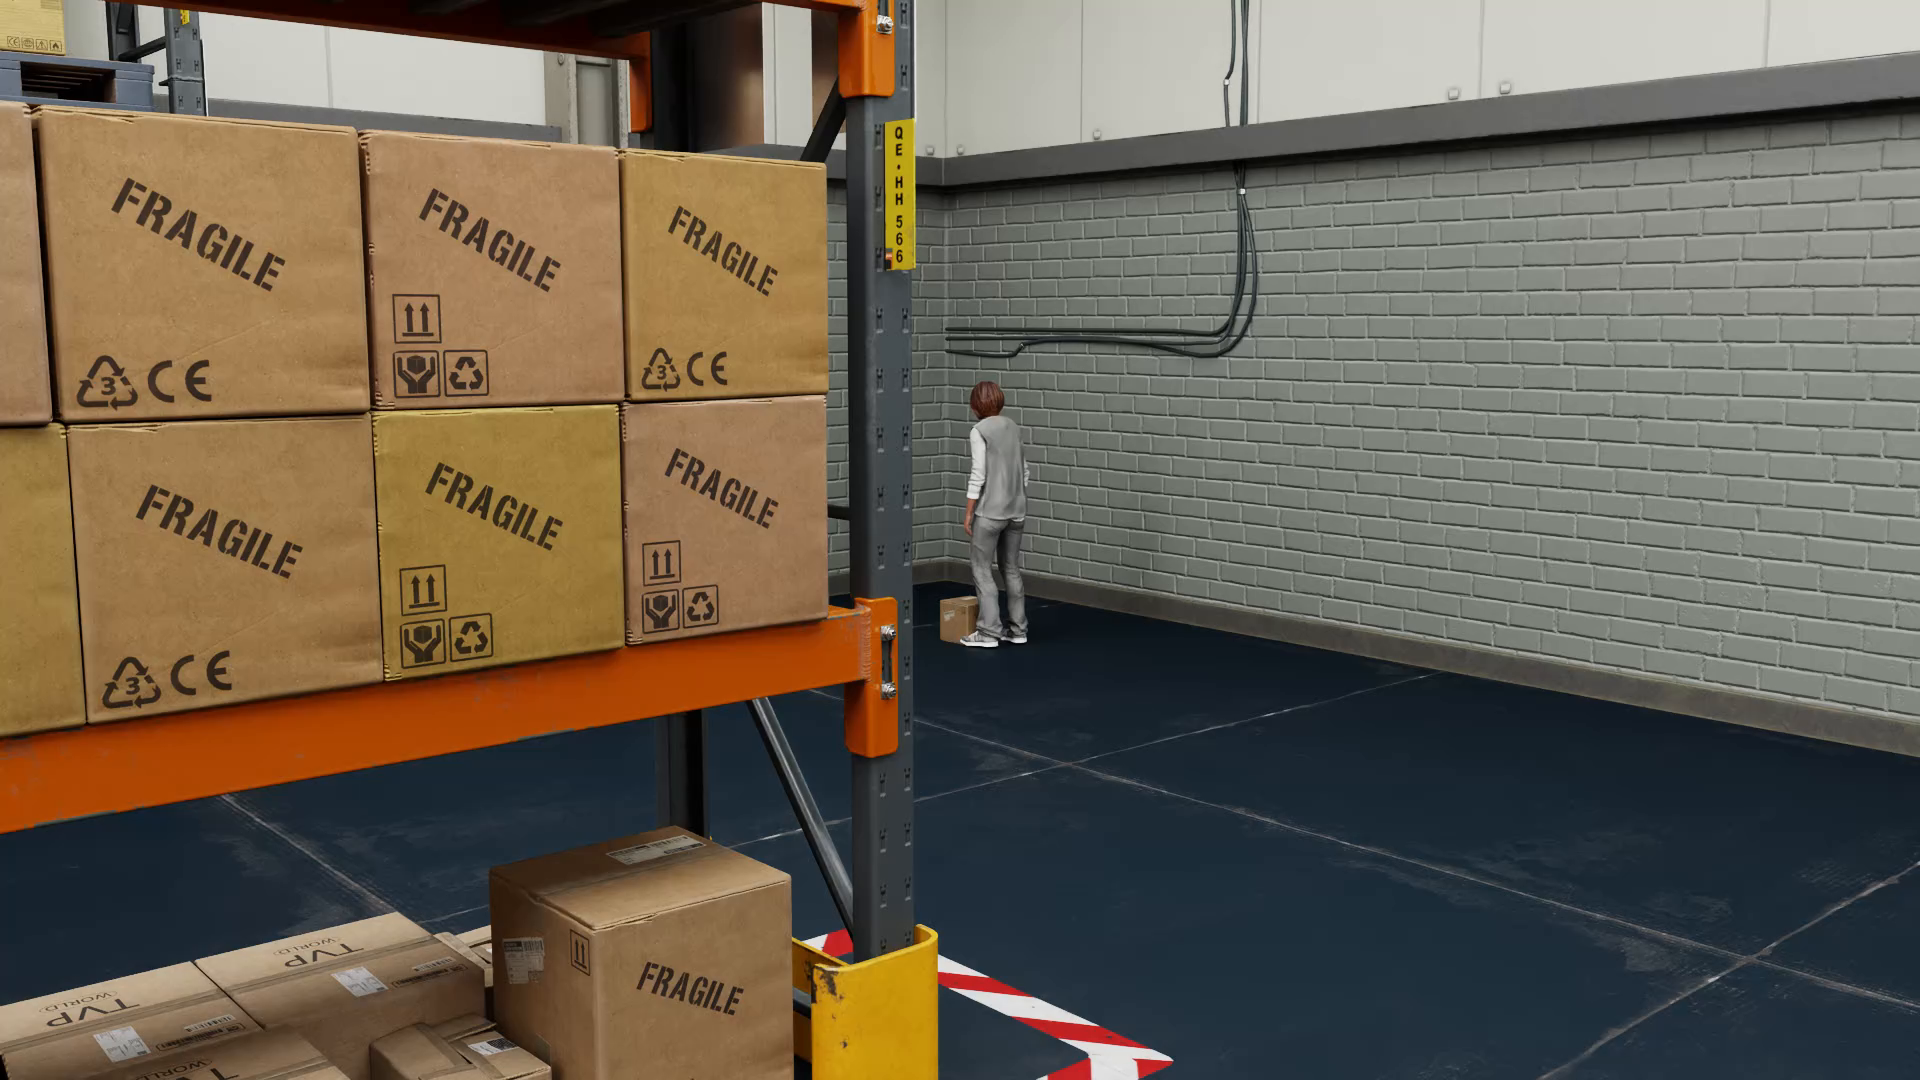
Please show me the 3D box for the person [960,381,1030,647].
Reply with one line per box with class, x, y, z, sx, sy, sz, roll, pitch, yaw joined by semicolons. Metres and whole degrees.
person;0.211;-0.149;9.953;0.471;1.591;0.366;-7;10;-42
